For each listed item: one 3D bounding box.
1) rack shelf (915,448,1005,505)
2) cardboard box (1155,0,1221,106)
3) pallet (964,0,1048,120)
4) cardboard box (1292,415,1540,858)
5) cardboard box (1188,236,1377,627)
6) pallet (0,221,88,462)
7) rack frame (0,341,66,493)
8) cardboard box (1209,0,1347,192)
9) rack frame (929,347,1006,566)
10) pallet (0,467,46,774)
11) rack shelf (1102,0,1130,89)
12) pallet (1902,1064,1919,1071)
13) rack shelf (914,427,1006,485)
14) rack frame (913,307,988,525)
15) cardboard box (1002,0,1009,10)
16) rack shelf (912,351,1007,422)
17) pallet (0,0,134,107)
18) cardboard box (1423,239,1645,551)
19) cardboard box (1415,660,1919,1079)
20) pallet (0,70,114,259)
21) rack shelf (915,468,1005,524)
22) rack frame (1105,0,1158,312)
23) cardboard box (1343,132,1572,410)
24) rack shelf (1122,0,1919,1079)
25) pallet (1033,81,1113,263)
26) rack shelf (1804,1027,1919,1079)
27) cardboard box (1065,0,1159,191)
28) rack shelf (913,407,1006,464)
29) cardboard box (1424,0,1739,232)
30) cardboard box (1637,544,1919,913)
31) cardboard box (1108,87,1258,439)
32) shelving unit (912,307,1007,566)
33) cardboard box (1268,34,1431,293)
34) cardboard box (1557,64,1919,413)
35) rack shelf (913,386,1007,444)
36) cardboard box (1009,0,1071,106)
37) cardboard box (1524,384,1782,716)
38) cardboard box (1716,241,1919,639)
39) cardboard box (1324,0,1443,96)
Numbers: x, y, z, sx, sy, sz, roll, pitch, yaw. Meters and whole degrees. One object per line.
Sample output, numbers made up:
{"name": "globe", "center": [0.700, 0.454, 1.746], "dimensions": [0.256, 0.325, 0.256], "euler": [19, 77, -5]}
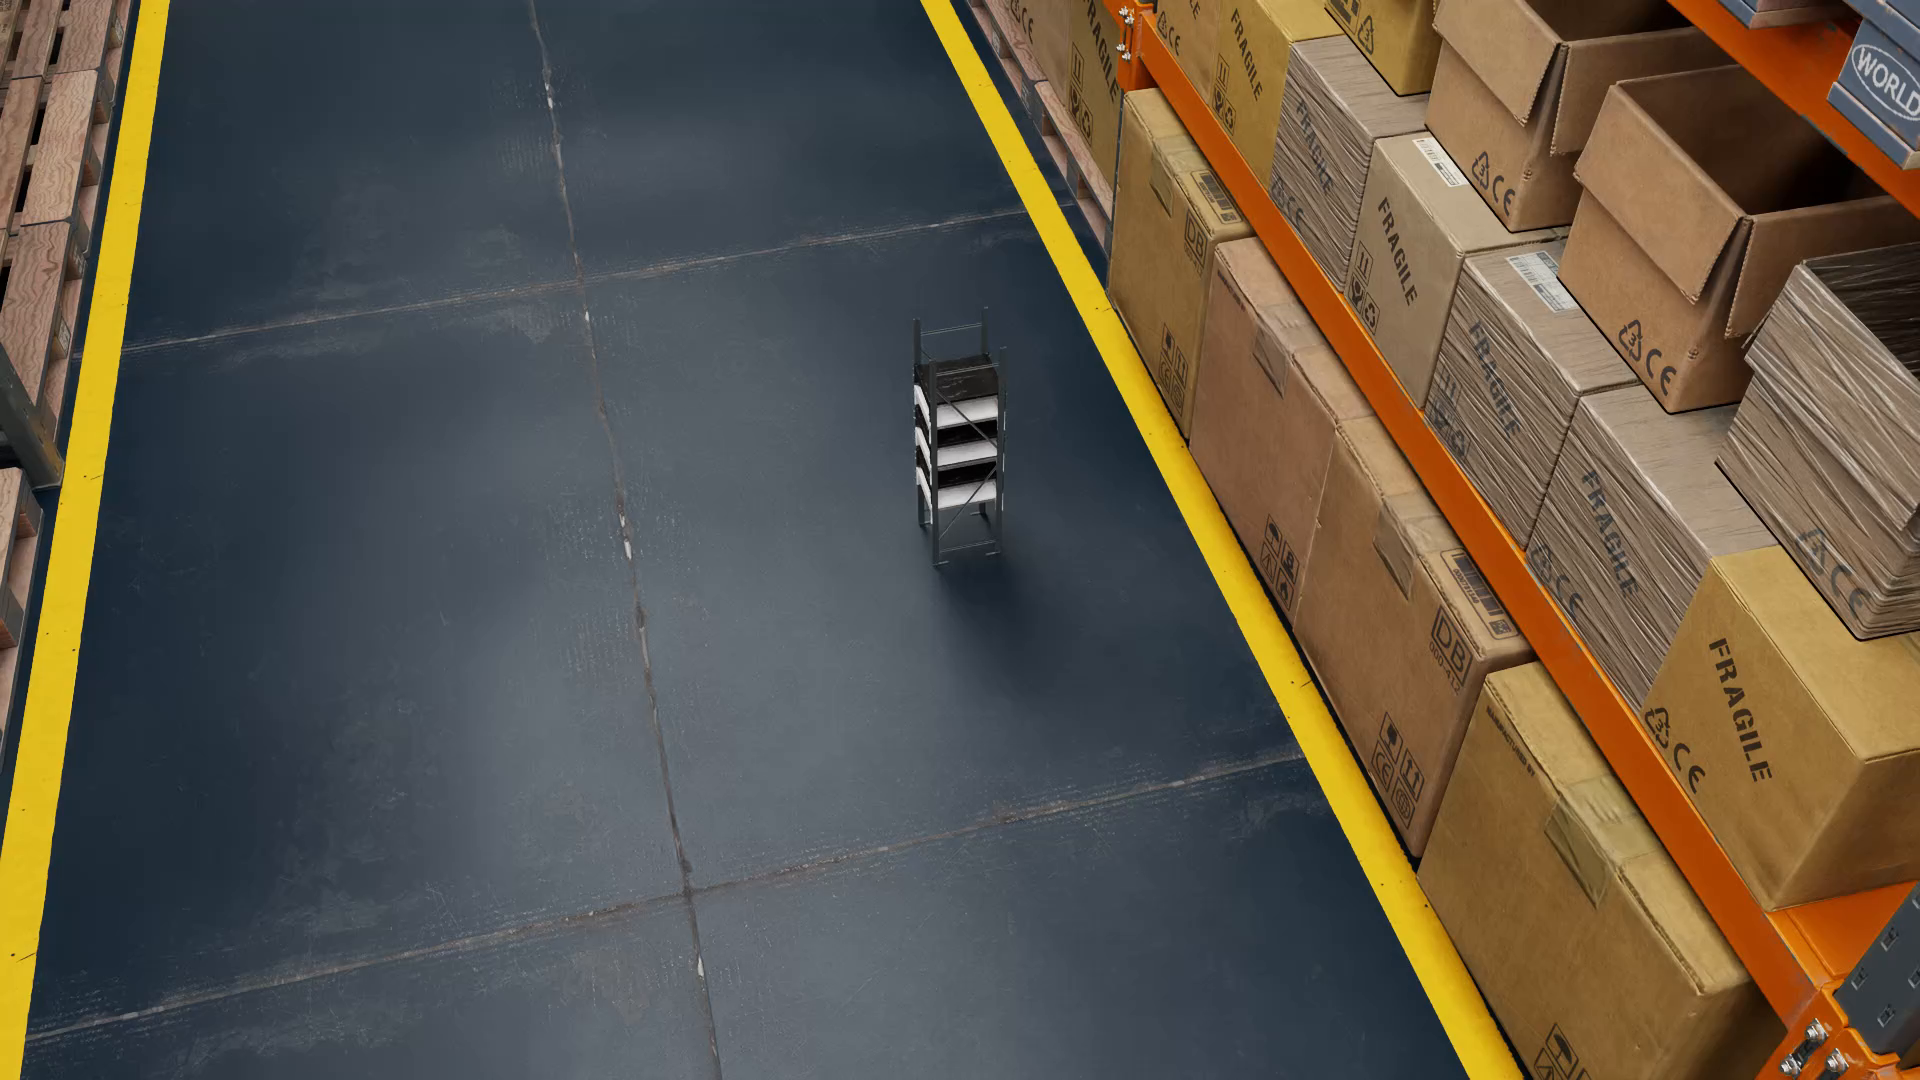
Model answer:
{"name": "rack shelf", "center": [-0.002, -0.234, 5.522], "dimensions": [0.258, 0.077, 0.200], "euler": [-11, 47, -10]}
{"name": "cardboard box", "center": [0.961, -1.766, 5.310], "dimensions": [0.500, 0.500, 0.500], "euler": [-11, 47, -10]}
{"name": "pallet", "center": [0.650, -2.501, 8.053], "dimensions": [1.003, 0.211, 1.213], "euler": [-11, 47, -10]}
{"name": "cardboard box", "center": [1.732, 0.167, 4.680], "dimensions": [1.225, 0.875, 0.875], "euler": [-11, 47, -10]}
{"name": "cardboard box", "center": [1.498, -0.442, 5.277], "dimensions": [1.225, 0.875, 0.875], "euler": [-12, 47, -12]}
{"name": "pallet", "center": [-3.929, -0.713, 6.301], "dimensions": [1.003, 0.211, 1.213], "euler": [-11, 47, -10]}
{"name": "rack frame", "center": [-3.703, -1.188, 4.815], "dimensions": [1.000, 3.000, 0.127], "euler": [-11, 47, -10]}
{"name": "cardboard box", "center": [1.091, -1.419, 4.970], "dimensions": [0.500, 0.500, 0.500], "euler": [-11, 47, -10]}
{"name": "rack frame", "center": [0.024, -0.250, 5.365], "dimensions": [0.240, 0.900, 0.006], "euler": [-11, 47, -10]}
{"name": "pallet", "center": [-3.546, 0.328, 5.281], "dimensions": [1.003, 0.211, 1.213], "euler": [-11, 47, -10]}
{"name": "rack shelf", "center": [0.573, -3.223, 7.312], "dimensions": [1.077, 0.370, 4.000], "euler": [-11, 47, -10]}
{"name": "pallet", "center": [1.980, 1.085, 4.538], "dimensions": [1.003, 0.211, 1.213], "euler": [-11, 47, -10]}
{"name": "rack shelf", "center": [-0.002, -0.297, 5.458], "dimensions": [0.258, 0.077, 0.200], "euler": [-11, 47, -10]}
{"name": "rack frame", "center": [-0.028, -0.391, 5.503], "dimensions": [0.240, 0.900, 0.006], "euler": [-11, 47, -10]}
{"name": "cardboard box", "center": [0.535, -3.204, 7.983], "dimensions": [0.875, 0.875, 0.875], "euler": [-11, 47, -10]}
{"name": "rack shelf", "center": [-0.002, -0.486, 5.265], "dimensions": [0.258, 0.077, 0.200], "euler": [-11, 47, -10]}
{"name": "pallet", "center": [-4.553, -2.398, 7.952], "dimensions": [1.003, 0.211, 1.213], "euler": [-11, 47, -10]}
{"name": "cardboard box", "center": [1.485, -0.366, 3.939], "dimensions": [0.500, 0.500, 0.500], "euler": [-12, 47, -12]}
{"name": "cardboard box", "center": [1.953, 0.784, 4.075], "dimensions": [1.225, 0.875, 0.875], "euler": [-13, 47, -12]}
{"name": "pallet", "center": [-4.244, -1.557, 7.128], "dimensions": [1.003, 0.211, 1.213], "euler": [-11, 47, -10]}
{"name": "rack shelf", "center": [-0.002, -0.171, 5.586], "dimensions": [0.258, 0.077, 0.200], "euler": [-11, 47, -10]}
{"name": "rack frame", "center": [1.085, -2.094, 5.702], "dimensions": [1.000, 3.000, 0.127], "euler": [-11, 47, -10]}
{"name": "cardboard box", "center": [1.356, -0.717, 4.283], "dimensions": [0.500, 0.500, 0.500], "euler": [-10, 46, -10]}
{"name": "rack shelf", "center": [1.597, -0.461, 4.606], "dimensions": [1.077, 0.370, 4.000], "euler": [-11, 47, -10]}
{"name": "pallet", "center": [0.966, -1.657, 7.226], "dimensions": [1.003, 0.211, 1.213], "euler": [-11, 47, -10]}
{"name": "rack shelf", "center": [2.621, 2.300, 1.899], "dimensions": [1.077, 0.370, 4.000], "euler": [-11, 47, -10]}
{"name": "cardboard box", "center": [0.993, -1.968, 6.772], "dimensions": [0.875, 0.875, 0.875], "euler": [-11, 47, -10]}
{"name": "rack shelf", "center": [-0.002, -0.360, 5.394], "dimensions": [0.258, 0.077, 0.200], "euler": [-11, 47, -10]}
{"name": "cardboard box", "center": [1.595, -1.139, 3.993], "dimensions": [0.797, 0.503, 0.637], "euler": [-9, 46, -9]}
{"name": "cardboard box", "center": [1.743, 0.337, 3.249], "dimensions": [0.500, 0.500, 0.500], "euler": [-9, 46, -9]}
{"name": "cardboard box", "center": [1.268, -1.059, 5.881], "dimensions": [1.225, 0.875, 0.875], "euler": [-11, 47, -10]}
{"name": "shelving unit", "center": [-0.002, -0.321, 5.434], "dimensions": [0.258, 0.900, 0.210], "euler": [-11, 47, -10]}
{"name": "cardboard box", "center": [1.218, -1.073, 4.632], "dimensions": [0.500, 0.500, 0.500], "euler": [-12, 47, -11]}
{"name": "cardboard box", "center": [1.773, -0.677, 3.541], "dimensions": [0.797, 0.503, 0.637], "euler": [-10, 46, -9]}
{"name": "rack shelf", "center": [-0.002, -0.423, 5.329], "dimensions": [0.258, 0.077, 0.200], "euler": [-11, 47, -10]}
{"name": "cardboard box", "center": [0.763, -2.589, 7.381], "dimensions": [0.875, 0.875, 0.875], "euler": [-11, 47, -10]}
{"name": "cardboard box", "center": [1.621, -0.008, 3.588], "dimensions": [0.500, 0.500, 0.500], "euler": [-11, 47, -11]}
{"name": "cardboard box", "center": [1.938, -0.226, 3.099], "dimensions": [0.797, 0.503, 0.637], "euler": [-9, 46, -9]}
{"name": "cardboard box", "center": [1.421, -1.565, 4.411], "dimensions": [0.797, 0.503, 0.637], "euler": [-10, 46, -10]}
